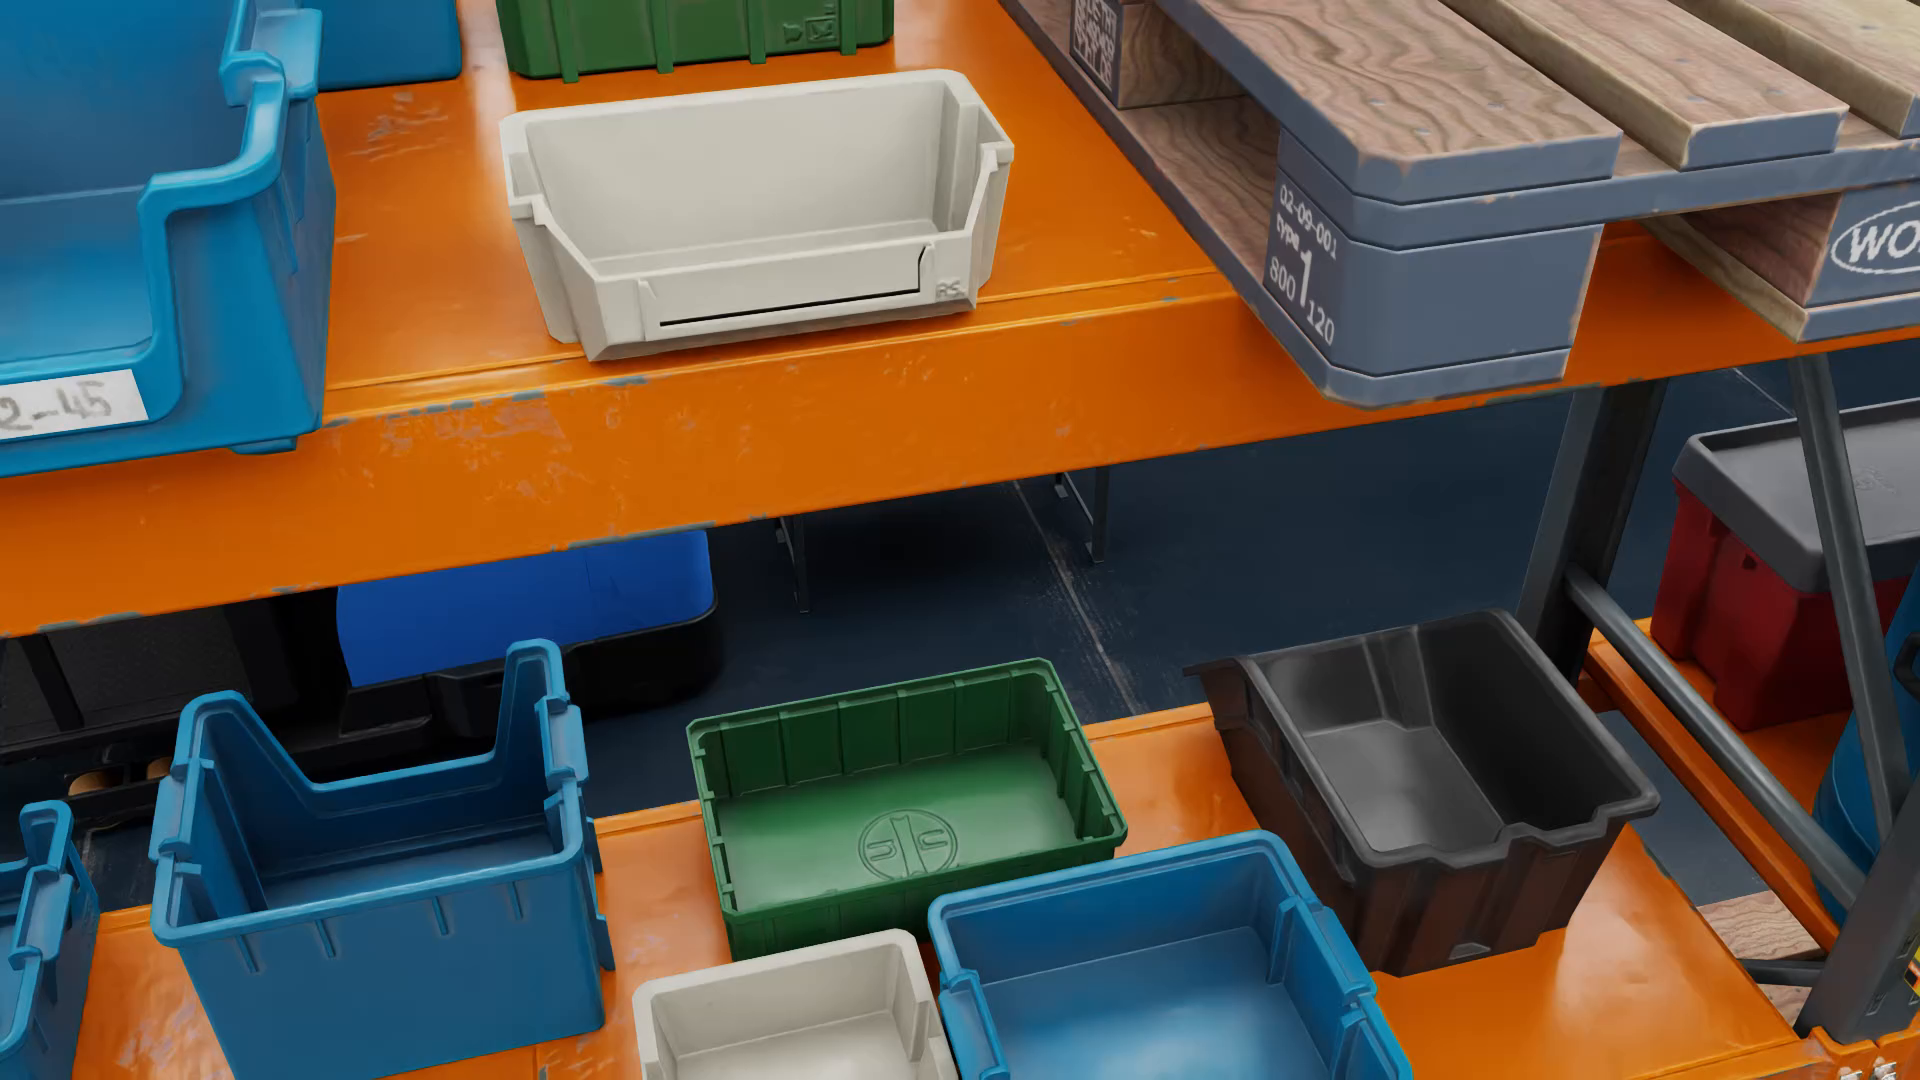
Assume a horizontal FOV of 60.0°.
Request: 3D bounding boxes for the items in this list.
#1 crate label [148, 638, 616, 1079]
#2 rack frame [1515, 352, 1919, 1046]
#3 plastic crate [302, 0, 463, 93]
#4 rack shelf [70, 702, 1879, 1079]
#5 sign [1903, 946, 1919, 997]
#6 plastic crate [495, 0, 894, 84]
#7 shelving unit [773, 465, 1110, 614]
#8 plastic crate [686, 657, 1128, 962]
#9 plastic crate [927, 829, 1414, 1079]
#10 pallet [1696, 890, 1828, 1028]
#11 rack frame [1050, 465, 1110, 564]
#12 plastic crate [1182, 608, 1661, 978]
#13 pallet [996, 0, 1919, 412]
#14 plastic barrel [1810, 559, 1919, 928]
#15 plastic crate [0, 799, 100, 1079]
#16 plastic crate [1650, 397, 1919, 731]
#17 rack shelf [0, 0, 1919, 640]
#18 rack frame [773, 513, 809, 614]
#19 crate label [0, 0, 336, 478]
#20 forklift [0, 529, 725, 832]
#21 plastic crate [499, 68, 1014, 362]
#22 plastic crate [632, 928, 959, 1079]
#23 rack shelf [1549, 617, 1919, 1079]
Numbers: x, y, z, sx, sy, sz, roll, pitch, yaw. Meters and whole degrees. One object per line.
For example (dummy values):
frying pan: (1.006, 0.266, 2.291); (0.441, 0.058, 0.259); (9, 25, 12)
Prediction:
crate label: (-0.872, 0.505, 2.592); (0.616, 0.435, 0.502); (-9, 38, -12)
rack frame: (1.283, 0.335, 2.843); (0.127, 3.000, 1.000); (-9, 38, -12)
plastic crate: (-0.816, -0.695, 1.734); (0.575, 0.384, 0.392); (-9, 38, -12)
rack shelf: (-0.648, 0.938, 2.647); (4.000, 0.370, 1.077); (-9, 38, -12)
sign: (1.416, 0.550, 2.335); (0.005, 0.325, 0.100); (-9, 38, -12)
plastic crate: (-0.311, -0.682, 1.878); (0.450, 0.188, 0.336); (-9, 38, -12)
shelving unit: (-0.082, -0.582, 5.277); (1.048, 1.500, 0.538); (-9, 38, -12)
plastic crate: (-0.101, 0.469, 2.843); (0.662, 0.188, 0.450); (-9, 38, -12)
plastic crate: (0.286, 0.729, 2.451); (0.616, 0.251, 0.499); (-9, 38, -12)
pallet: (2.031, 1.296, 3.882); (1.213, 0.211, 1.003); (-9, 38, -12)
rack frame: (0.408, -0.663, 5.382); (0.032, 1.500, 0.500); (-9, 38, -12)
plastic crate: (0.745, 0.368, 2.851); (0.504, 0.338, 0.767); (-9, 38, -12)
pallet: (0.612, -0.609, 1.765); (1.003, 0.211, 1.213); (-9, 38, -12)
plastic barrel: (1.735, 0.253, 2.538); (0.708, 0.901, 0.600); (-9, 38, -12)
plastic crate: (-1.545, 0.674, 2.523); (0.408, 0.251, 0.499); (-9, 38, -12)
plastic crate: (1.671, 0.054, 3.158); (0.583, 0.464, 0.402); (-9, 38, -12)
rack shelf: (-0.648, -0.254, 1.736); (4.000, 0.370, 1.077); (-9, 38, -12)
rack frame: (-0.573, -0.502, 5.171); (0.032, 1.500, 0.500); (-9, 38, -12)
crate label: (-0.685, -0.266, 1.283); (0.408, 0.251, 0.502); (-9, 38, -12)
forklift: (-2.302, -0.710, 4.265); (3.031, 2.935, 1.130); (-11, 39, -14)
plastic crate: (-0.161, -0.260, 1.369); (0.396, 0.136, 0.243); (-9, 38, -12)
plastic crate: (-0.218, 0.846, 2.393); (0.437, 0.136, 0.530); (-9, 38, -12)
rack shelf: (3.214, 0.304, 3.476); (4.000, 0.370, 1.077); (-9, 38, -12)
